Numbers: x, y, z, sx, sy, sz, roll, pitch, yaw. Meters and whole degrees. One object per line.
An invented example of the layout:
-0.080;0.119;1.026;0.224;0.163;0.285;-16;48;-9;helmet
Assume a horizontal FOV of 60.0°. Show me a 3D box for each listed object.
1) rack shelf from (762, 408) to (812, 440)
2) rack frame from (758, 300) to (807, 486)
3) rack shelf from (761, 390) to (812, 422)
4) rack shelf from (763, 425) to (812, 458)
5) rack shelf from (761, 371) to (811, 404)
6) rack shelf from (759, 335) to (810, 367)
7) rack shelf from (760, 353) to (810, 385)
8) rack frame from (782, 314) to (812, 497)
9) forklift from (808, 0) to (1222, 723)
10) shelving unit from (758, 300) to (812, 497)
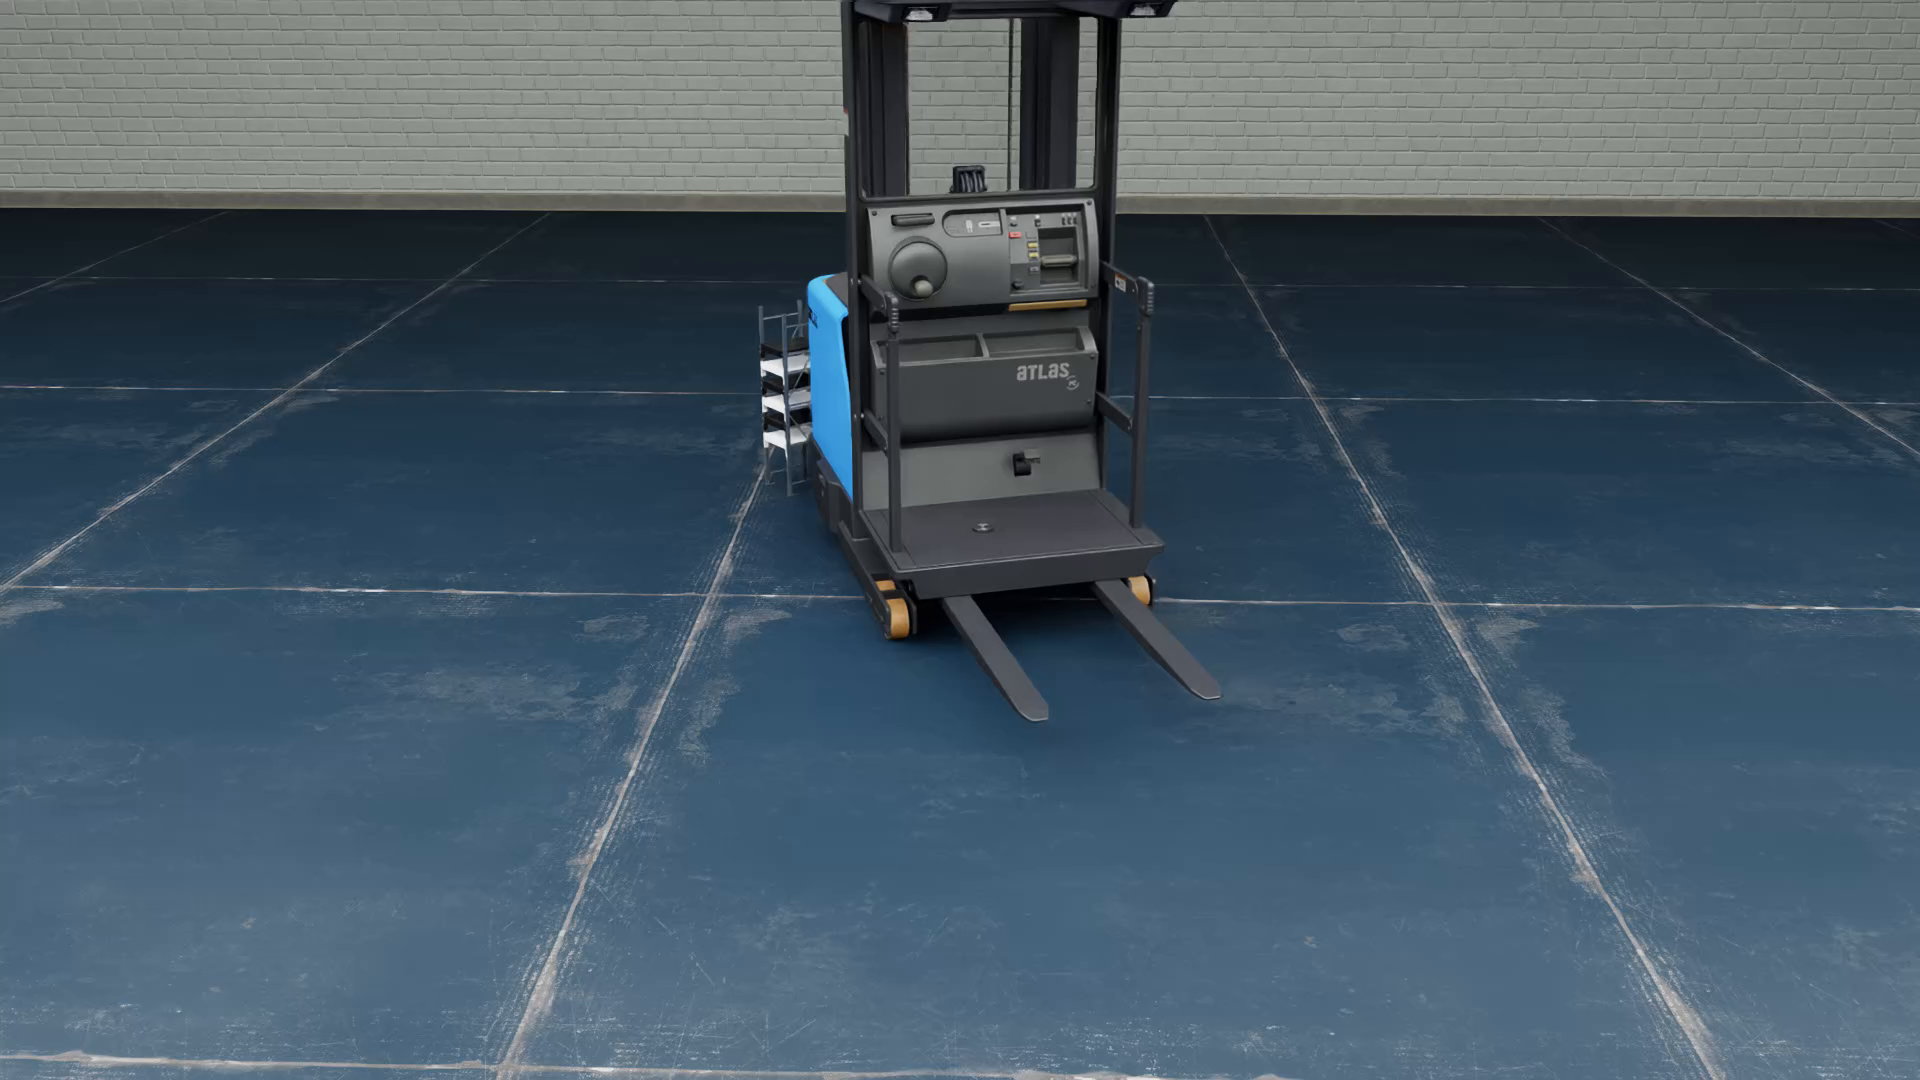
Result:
-0.800;-0.571;8.097;0.258;0.077;0.200;-16;26;-35;rack shelf
-0.862;-0.715;8.127;0.240;0.900;0.006;-16;26;-35;rack frame
-0.800;-0.655;8.064;0.258;0.077;0.200;-16;26;-35;rack shelf
-0.800;-0.487;8.129;0.258;0.077;0.200;-16;26;-35;rack shelf
-0.799;-0.739;8.032;0.258;0.077;0.200;-16;26;-35;rack shelf
-0.799;-0.907;7.967;0.258;0.077;0.200;-16;26;-35;rack shelf
-0.799;-0.823;8.000;0.258;0.077;0.200;-16;26;-35;rack shelf
-0.737;-0.657;7.978;0.240;0.900;0.006;-16;26;-35;rack frame
0.157;-1.130;6.390;1.130;2.935;3.031;-6;22;-14;forklift
-0.800;-0.686;8.052;0.258;0.900;0.210;-16;26;-35;shelving unit
